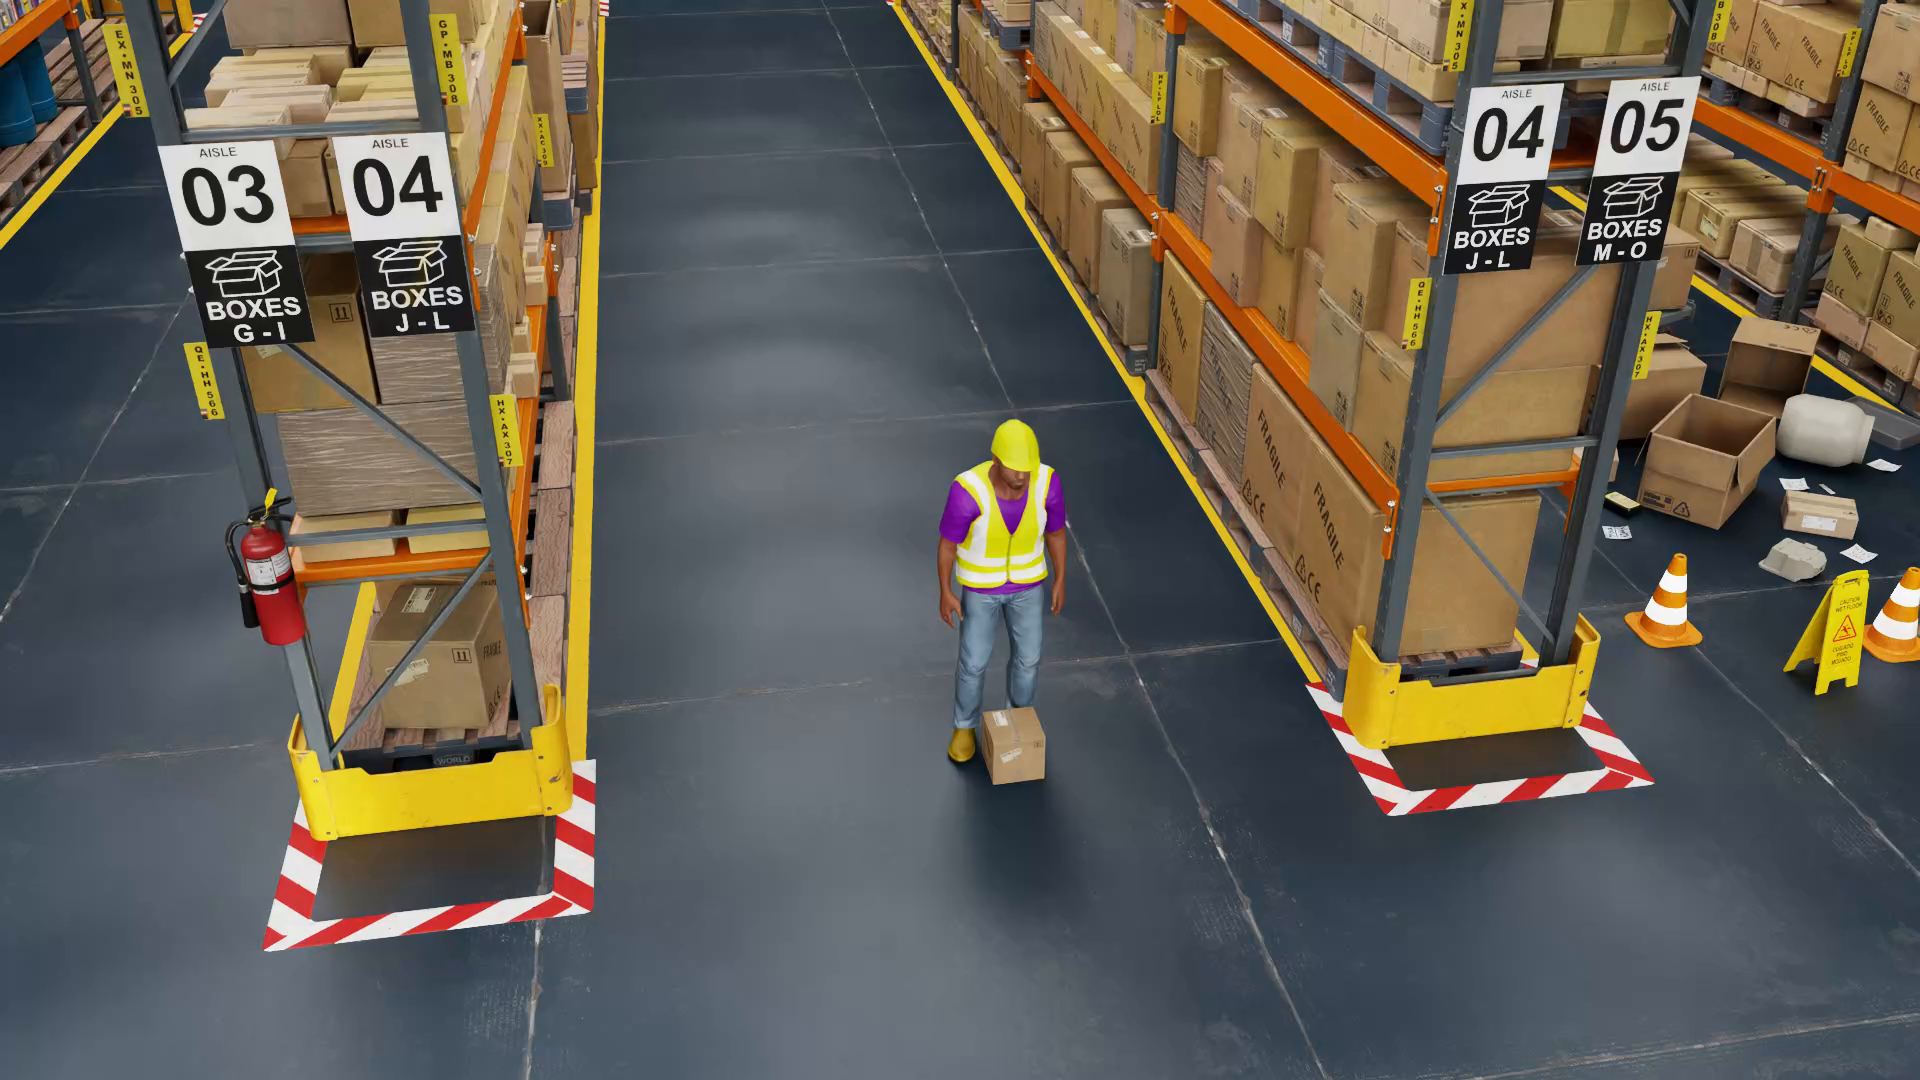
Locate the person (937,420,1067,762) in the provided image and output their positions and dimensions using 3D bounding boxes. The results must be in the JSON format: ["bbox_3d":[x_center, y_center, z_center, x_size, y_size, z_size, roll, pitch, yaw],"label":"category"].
[{"bbox_3d":[0.206,0.221,7.750,0.626,1.755,0.463,-7,31,-11],"label":"person"}]
